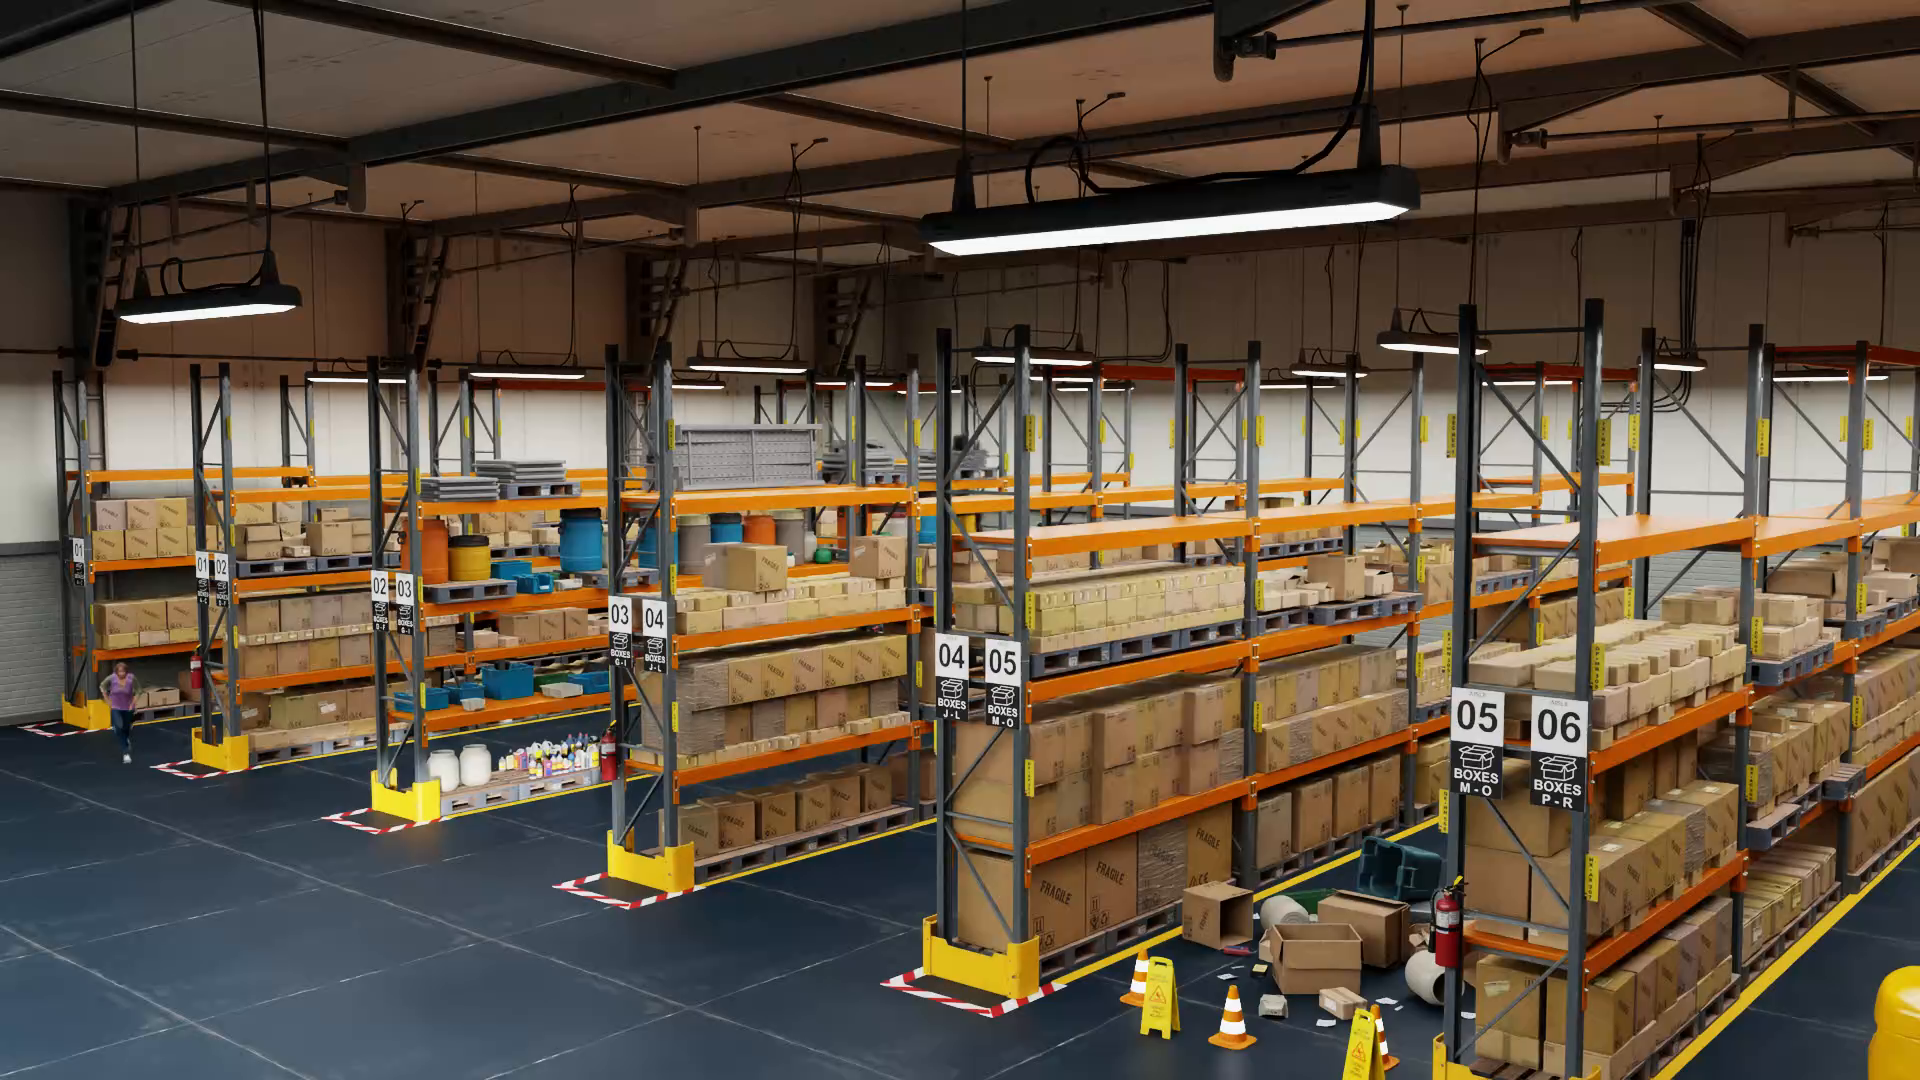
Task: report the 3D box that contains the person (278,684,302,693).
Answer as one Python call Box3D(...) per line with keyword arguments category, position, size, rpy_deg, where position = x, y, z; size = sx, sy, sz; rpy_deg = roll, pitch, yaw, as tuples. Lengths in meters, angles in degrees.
Box3D(category="person", position=(-11.083, 2.382, 27.648), size=(0.604, 1.612, 0.578), rpy_deg=(3, 5, 32))

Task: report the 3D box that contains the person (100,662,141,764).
Box3D(category="person", position=(-12.786, 2.591, 25.366), size=(0.563, 1.550, 0.900), rpy_deg=(-2, 4, -23))
